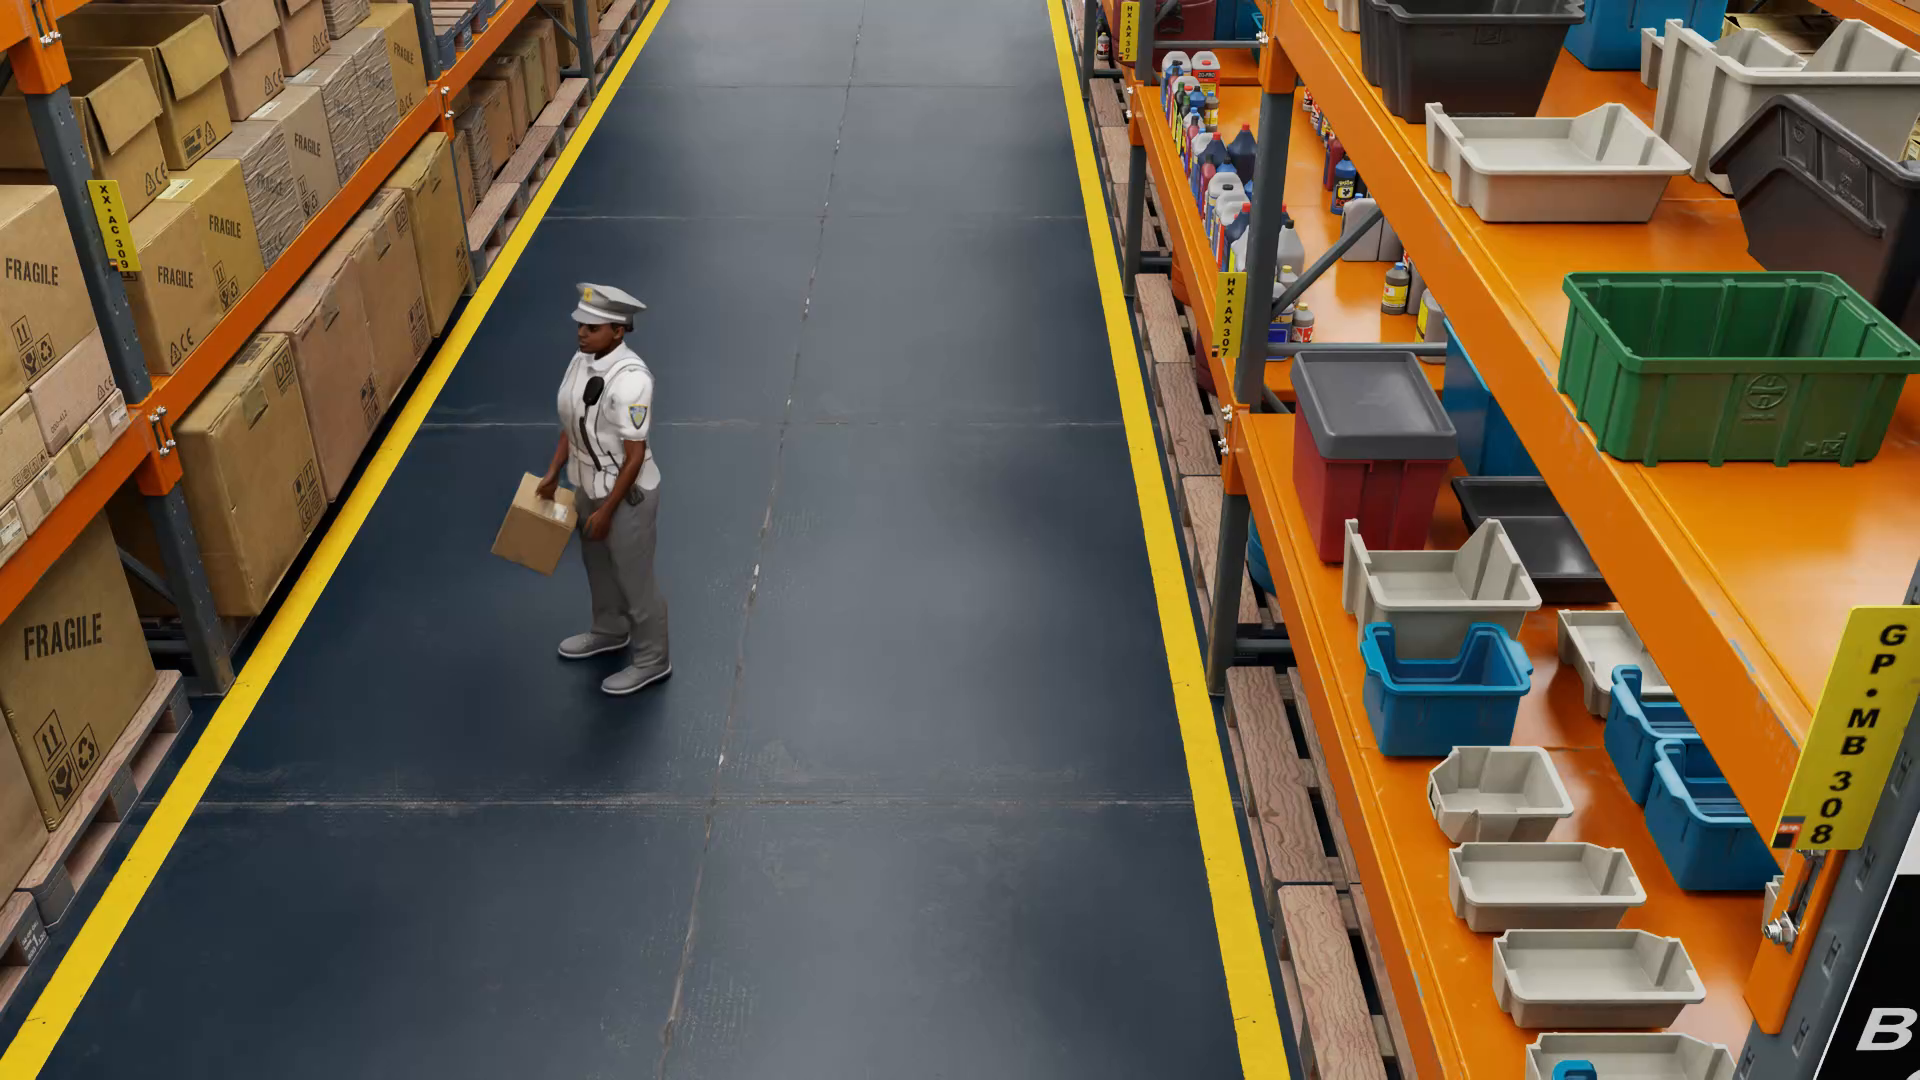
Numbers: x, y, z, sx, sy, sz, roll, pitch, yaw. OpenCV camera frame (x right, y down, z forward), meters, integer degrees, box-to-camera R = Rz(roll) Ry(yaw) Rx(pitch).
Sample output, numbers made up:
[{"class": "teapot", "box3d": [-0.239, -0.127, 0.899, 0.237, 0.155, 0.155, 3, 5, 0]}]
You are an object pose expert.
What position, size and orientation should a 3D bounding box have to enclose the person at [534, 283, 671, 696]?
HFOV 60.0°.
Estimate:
[{"class": "person", "box3d": [-1.377, -0.202, 6.405, 0.444, 1.704, 0.552, -22, 38, -31]}]
